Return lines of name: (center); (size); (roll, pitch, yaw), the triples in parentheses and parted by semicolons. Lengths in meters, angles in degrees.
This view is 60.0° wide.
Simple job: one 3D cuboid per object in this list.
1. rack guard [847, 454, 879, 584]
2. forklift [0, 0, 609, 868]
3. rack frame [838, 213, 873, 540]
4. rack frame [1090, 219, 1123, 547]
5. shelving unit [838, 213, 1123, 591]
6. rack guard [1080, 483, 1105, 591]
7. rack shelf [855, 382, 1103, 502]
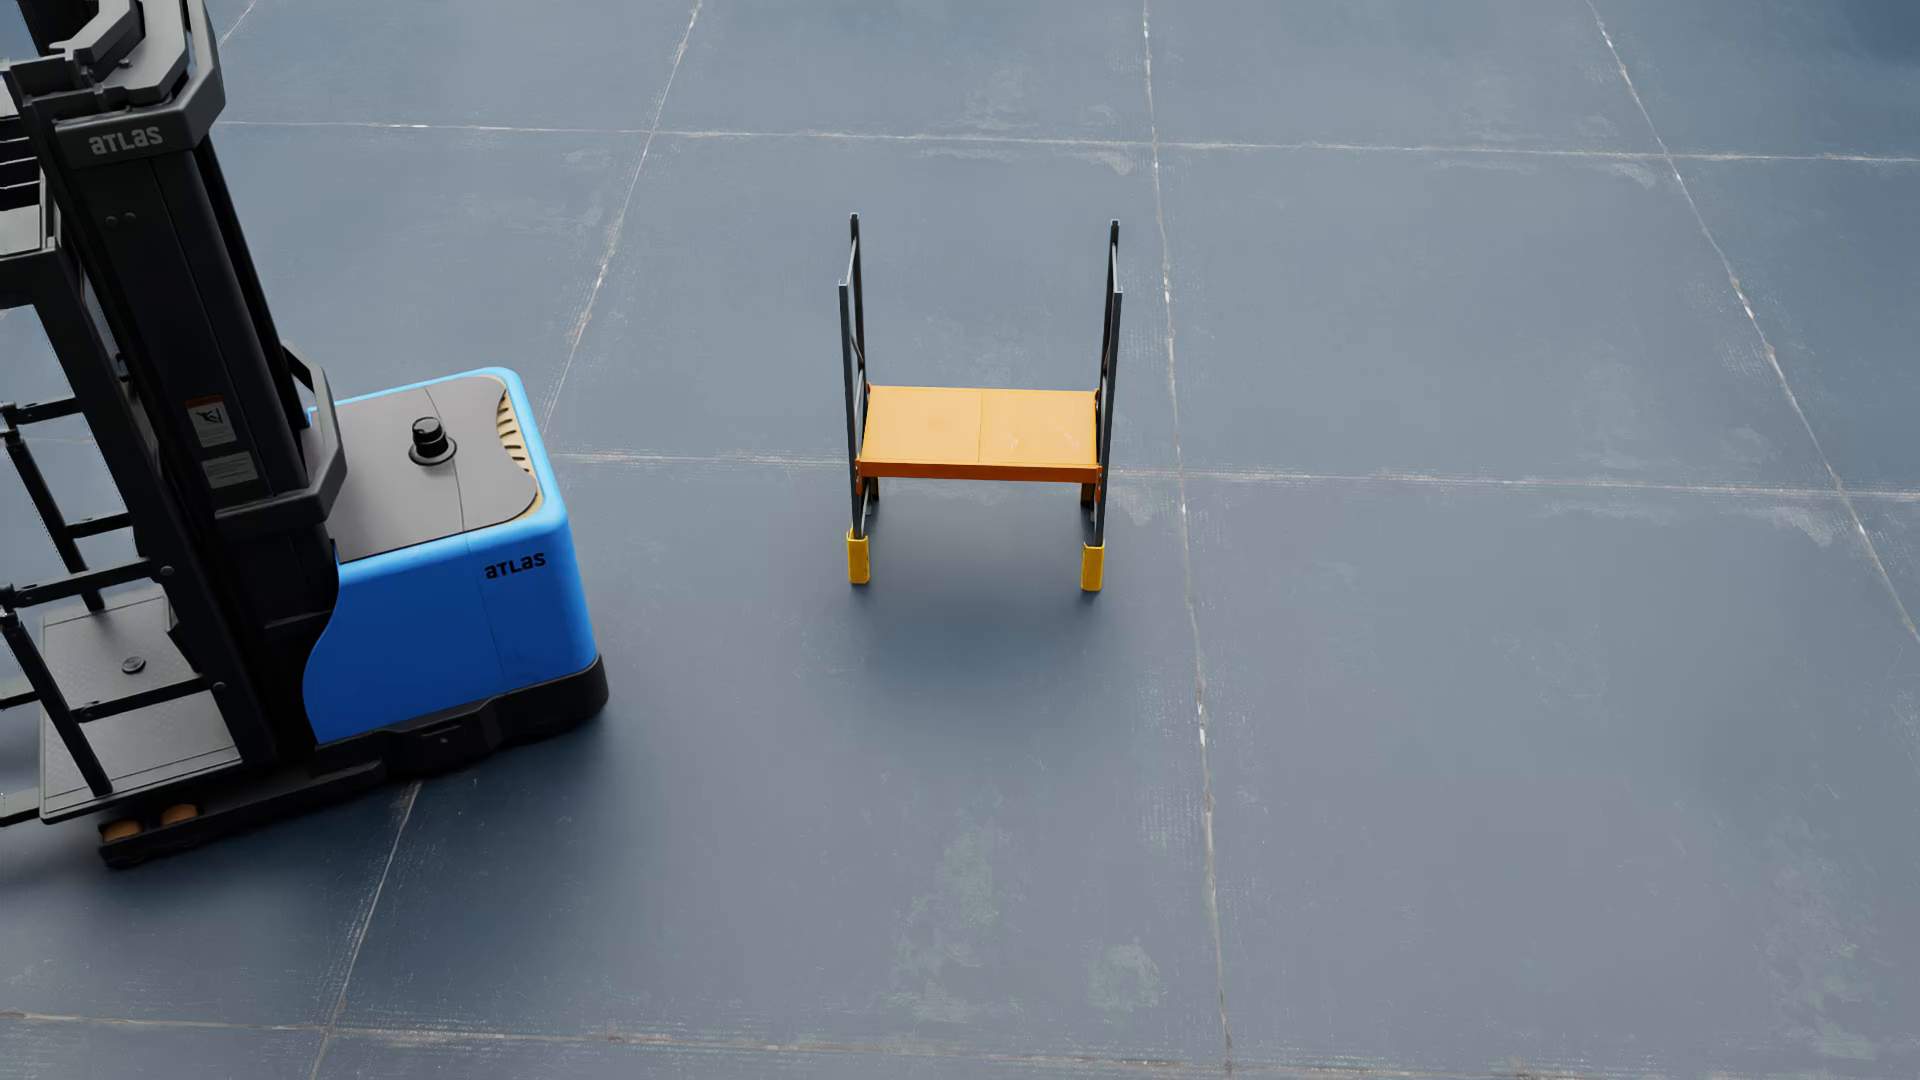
rack guard: (-0.421, -0.104, 7.264); (0.087, 0.250, 0.587); (2, 43, 2)
forklift: (-2.955, -0.302, 5.510); (3.031, 2.935, 1.130); (-15, 45, -16)
rack frame: (-0.423, -0.562, 6.838); (0.032, 1.500, 0.500); (2, 43, 2)
rack frame: (0.593, -0.531, 6.805); (0.032, 1.500, 0.500); (2, 43, 2)
shelving unit: (0.076, -0.546, 6.822); (1.083, 1.500, 0.587); (2, 43, 2)
rack guard: (0.574, -0.074, 7.231); (0.087, 0.250, 0.587); (2, 43, 2)
rack shelf: (0.085, -0.415, 6.944); (1.000, 0.185, 0.538); (2, 43, 2)
